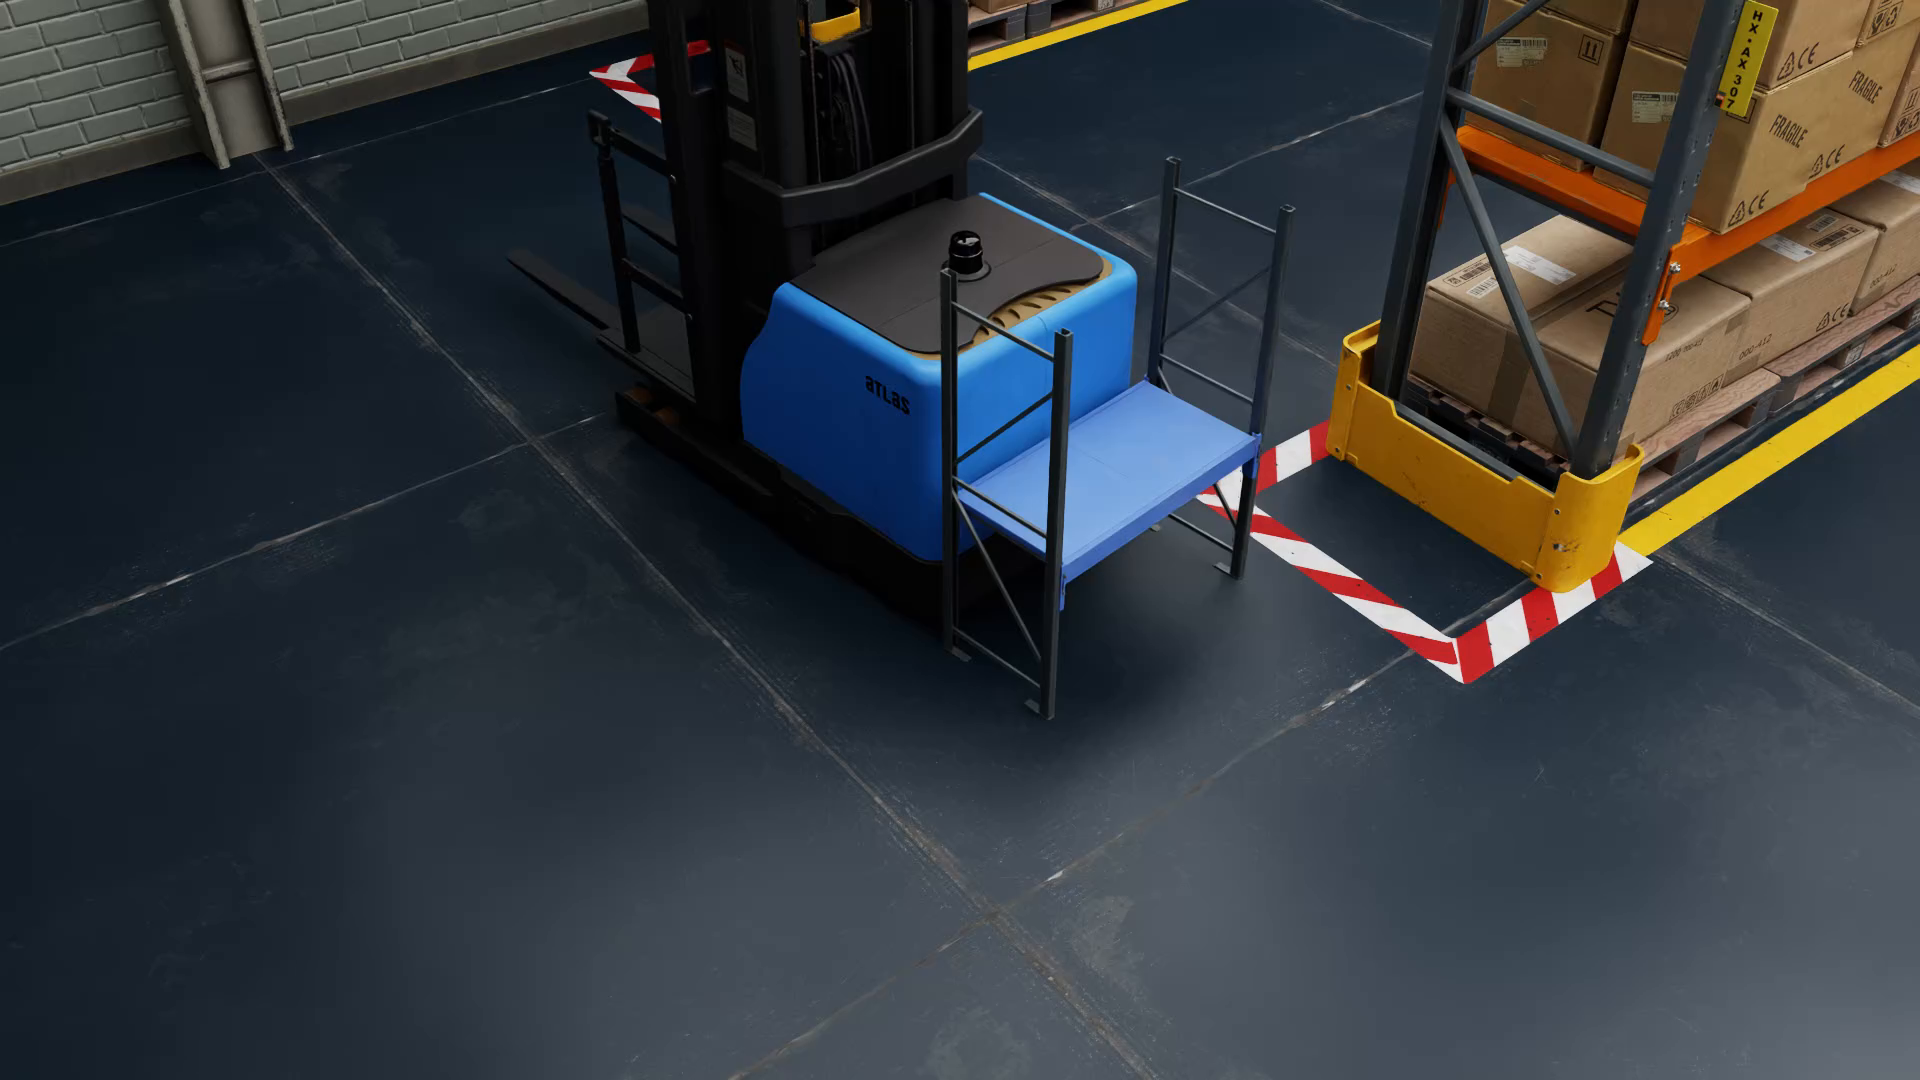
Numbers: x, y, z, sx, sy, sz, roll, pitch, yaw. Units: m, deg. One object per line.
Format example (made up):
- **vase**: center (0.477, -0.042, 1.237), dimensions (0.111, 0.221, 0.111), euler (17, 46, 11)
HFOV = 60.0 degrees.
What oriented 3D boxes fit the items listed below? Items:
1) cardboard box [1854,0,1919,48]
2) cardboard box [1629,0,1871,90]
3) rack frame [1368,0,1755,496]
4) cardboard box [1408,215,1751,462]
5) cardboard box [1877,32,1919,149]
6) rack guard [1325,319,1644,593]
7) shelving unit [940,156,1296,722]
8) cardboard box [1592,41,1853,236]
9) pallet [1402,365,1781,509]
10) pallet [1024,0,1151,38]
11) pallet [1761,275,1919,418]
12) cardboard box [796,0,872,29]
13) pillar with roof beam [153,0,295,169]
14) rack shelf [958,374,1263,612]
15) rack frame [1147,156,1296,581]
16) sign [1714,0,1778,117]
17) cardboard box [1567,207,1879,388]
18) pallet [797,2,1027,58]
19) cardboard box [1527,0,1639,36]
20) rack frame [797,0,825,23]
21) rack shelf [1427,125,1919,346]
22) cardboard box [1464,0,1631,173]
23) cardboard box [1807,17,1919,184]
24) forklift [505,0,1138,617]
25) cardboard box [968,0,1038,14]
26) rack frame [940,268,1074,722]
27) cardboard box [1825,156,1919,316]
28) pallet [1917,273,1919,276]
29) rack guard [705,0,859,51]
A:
- **cardboard box**: center (2.917, -1.990, 5.443), dimensions (0.500, 0.500, 0.500), euler (-27, 47, -29)
- **cardboard box**: center (2.511, -1.787, 5.196), dimensions (0.500, 0.500, 0.500), euler (-27, 46, -29)
- **rack frame**: center (1.957, -1.319, 5.493), dimensions (0.127, 3.000, 1.000), euler (-26, 46, -28)
- **cardboard box**: center (2.420, -0.796, 6.545), dimensions (0.875, 0.438, 0.875), euler (-28, 47, -29)
- **cardboard box**: center (3.311, -1.796, 5.995), dimensions (0.500, 0.500, 0.500), euler (-26, 46, -28)
- **rack guard**: center (1.938, -0.343, 6.274), dimensions (0.348, 0.500, 1.175), euler (-26, 46, -28)
- **shelving unit**: center (0.490, -0.323, 5.461), dimensions (1.048, 1.500, 0.538), euler (-32, 49, -33)
- **cardboard box**: center (2.513, -1.399, 5.511), dimensions (0.500, 0.500, 0.500), euler (-26, 46, -28)
- **pallet**: center (2.544, -0.589, 6.802), dimensions (1.213, 0.211, 1.003), euler (-26, 46, -28)
- **pallet**: center (0.588, -3.542, 10.402), dimensions (1.213, 0.211, 1.003), euler (-26, 46, -28)
- **pallet**: center (3.510, -1.058, 7.374), dimensions (1.213, 0.211, 1.003), euler (-26, 46, -28)
- **cardboard box**: center (-0.528, -3.200, 9.423), dimensions (0.637, 0.503, 0.797), euler (-28, 47, -30)
- **pillar with roof beam**: center (-1.134, -3.380, 3.275), dimensions (0.400, 9.000, 9.100), euler (-26, 46, -28)
- **rack shelf**: center (0.490, -0.184, 5.575), dimensions (1.000, 0.185, 0.538), euler (-32, 49, -33)
- **rack frame**: center (0.852, -0.549, 5.737), dimensions (0.032, 1.500, 0.500), euler (-32, 49, -33)
- **sign**: center (2.291, -1.403, 4.850), dimensions (0.005, 0.325, 0.100), euler (-26, 46, -28)
- **cardboard box**: center (3.140, -1.154, 6.981), dimensions (0.875, 0.438, 0.875), euler (-25, 45, -27)
- **pallet**: center (-0.378, -3.074, 9.830), dimensions (1.213, 0.211, 1.003), euler (-26, 46, -28)
- **cardboard box**: center (2.194, -2.050, 5.517), dimensions (0.500, 0.500, 0.500), euler (-24, 45, -27)
- **rack frame**: center (-1.070, -3.814, 8.534), dimensions (0.127, 3.000, 1.000), euler (-26, 46, -28)
- **rack shelf**: center (3.543, -1.814, 6.663), dimensions (4.000, 0.370, 1.077), euler (-26, 46, -28)
- **cardboard box**: center (2.179, -1.677, 5.851), dimensions (0.500, 0.500, 0.500), euler (-26, 46, -28)
- **cardboard box**: center (2.897, -1.608, 5.767), dimensions (0.500, 0.500, 0.500), euler (-27, 46, -29)
- **forklift**: center (-0.755, -1.703, 6.015), dimensions (1.130, 2.935, 3.031), euler (-31, 49, -32)
- **cardboard box**: center (0.174, -3.509, 9.803), dimensions (0.500, 0.500, 0.700), euler (-24, 45, -26)
- **rack frame**: center (0.128, -0.096, 5.185), dimensions (0.032, 1.500, 0.500), euler (-32, 49, -33)
- **cardboard box**: center (3.856, -1.502, 7.405), dimensions (0.875, 0.438, 0.875), euler (-27, 47, -29)
- **pallet**: center (4.478, -1.532, 7.952), dimensions (1.213, 0.211, 1.003), euler (-26, 46, -28)
- **rack guard**: center (-1.010, -2.877, 9.363), dimensions (0.348, 0.500, 1.175), euler (-26, 46, -28)
